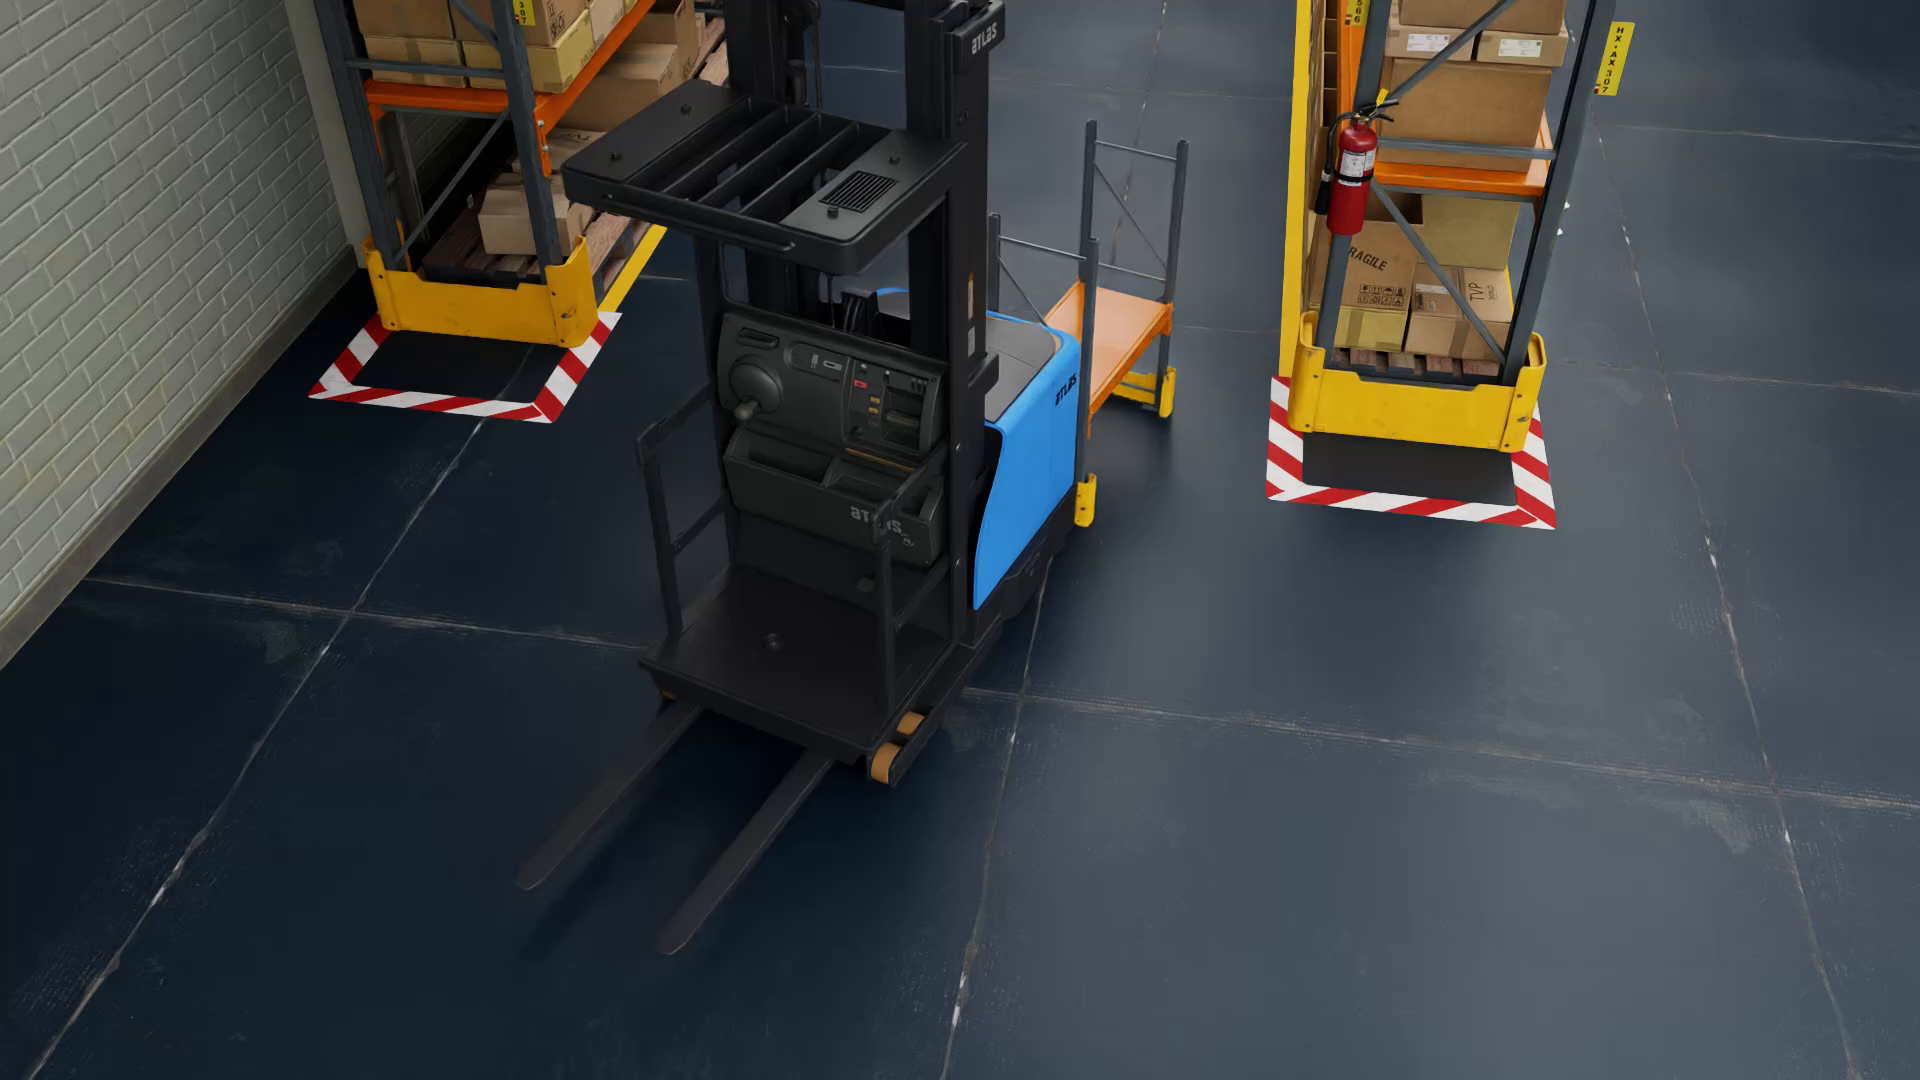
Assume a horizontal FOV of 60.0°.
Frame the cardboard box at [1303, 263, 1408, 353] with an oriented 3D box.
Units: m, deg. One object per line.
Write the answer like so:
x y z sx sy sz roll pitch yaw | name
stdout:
2.069 -1.243 8.727 0.500 0.250 0.500 6 40 8 | cardboard box

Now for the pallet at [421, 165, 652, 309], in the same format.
-2.424 -1.794 9.754 1.003 0.211 1.213 6 40 8 | pallet

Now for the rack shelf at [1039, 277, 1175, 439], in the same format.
0.584 -0.885 7.926 0.538 0.185 1.000 18 43 21 | rack shelf

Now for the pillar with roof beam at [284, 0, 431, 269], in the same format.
0.897 -4.687 6.357 9.100 9.000 0.400 6 40 8 | pillar with roof beam

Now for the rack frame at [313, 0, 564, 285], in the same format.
-2.613 -2.315 8.196 1.000 3.000 0.127 6 40 8 | rack frame

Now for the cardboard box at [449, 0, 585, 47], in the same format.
-2.234 -2.821 8.321 0.500 0.500 0.500 6 40 8 | cardboard box

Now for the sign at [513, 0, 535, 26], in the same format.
-2.078 -2.589 7.848 0.100 0.325 0.005 6 40 8 | sign

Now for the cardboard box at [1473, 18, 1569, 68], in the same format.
2.547 -2.282 7.569 0.380 0.149 0.250 6 40 7 | cardboard box

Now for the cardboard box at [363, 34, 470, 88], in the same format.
-2.723 -2.580 8.618 0.500 0.250 0.500 7 40 8 | cardboard box

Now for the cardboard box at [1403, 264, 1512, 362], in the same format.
2.579 -1.186 8.658 0.500 0.250 0.500 6 40 8 | cardboard box

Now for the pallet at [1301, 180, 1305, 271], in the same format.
2.571 -1.945 9.936 1.003 0.211 1.213 6 40 8 | pallet

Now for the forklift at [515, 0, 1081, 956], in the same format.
-0.593 -0.491 6.043 1.130 2.935 3.031 18 43 21 | forklift

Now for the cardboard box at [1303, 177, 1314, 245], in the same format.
2.228 -1.872 9.488 0.500 0.250 0.500 6 40 8 | cardboard box

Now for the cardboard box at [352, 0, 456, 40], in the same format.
-2.740 -2.873 8.385 0.500 0.500 0.500 6 40 7 | cardboard box

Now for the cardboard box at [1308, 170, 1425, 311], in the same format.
2.067 -1.532 8.489 0.500 0.500 0.500 6 40 8 | cardboard box

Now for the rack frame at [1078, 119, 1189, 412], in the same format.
0.818 -1.312 8.159 0.500 1.500 0.032 18 43 21 | rack frame

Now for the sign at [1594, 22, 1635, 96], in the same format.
2.813 -2.071 7.159 0.100 0.325 0.005 6 40 8 | sign

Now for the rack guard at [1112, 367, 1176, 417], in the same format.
0.818 -0.829 8.557 0.587 0.250 0.087 18 43 21 | rack guard

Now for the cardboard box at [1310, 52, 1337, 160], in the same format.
2.313 -2.475 9.629 0.500 0.500 0.500 6 40 8 | cardboard box

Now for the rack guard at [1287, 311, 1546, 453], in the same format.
2.263 -0.793 8.317 1.175 0.500 0.348 6 40 8 | rack guard

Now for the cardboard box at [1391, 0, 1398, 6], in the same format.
2.189 -2.485 7.814 0.380 0.149 0.250 7 40 9 | cardboard box

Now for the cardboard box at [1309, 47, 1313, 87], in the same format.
2.580 -3.126 11.006 0.500 0.250 0.500 6 40 8 | cardboard box

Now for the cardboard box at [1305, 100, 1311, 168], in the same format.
2.397 -2.500 10.248 0.500 0.250 0.500 6 40 8 | cardboard box

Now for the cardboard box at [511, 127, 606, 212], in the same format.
-2.306 -2.231 9.859 0.500 0.311 0.500 10 41 11 | cardboard box

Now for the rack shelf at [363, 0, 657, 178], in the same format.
-2.267 -3.293 9.944 1.077 0.370 4.000 6 40 8 | rack shelf

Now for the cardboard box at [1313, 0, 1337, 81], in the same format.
2.492 -3.102 10.387 0.500 0.500 0.500 6 40 8 | cardboard box

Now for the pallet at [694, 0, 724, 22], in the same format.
-1.787 -4.240 12.712 1.003 0.211 1.213 6 40 8 | pallet

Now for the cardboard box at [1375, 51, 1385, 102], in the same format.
2.446 -2.432 8.259 0.700 0.500 0.500 7 40 9 | cardboard box

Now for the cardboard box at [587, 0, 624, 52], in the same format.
-2.140 -2.864 8.962 0.500 0.250 0.500 5 40 6 | cardboard box

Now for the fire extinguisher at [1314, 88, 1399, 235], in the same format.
1.789 -1.719 7.535 0.296 0.674 0.183 6 40 8 | fire extinguisher

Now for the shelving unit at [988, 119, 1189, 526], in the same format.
0.589 -1.029 7.818 0.587 1.500 1.083 18 43 21 | shelving unit

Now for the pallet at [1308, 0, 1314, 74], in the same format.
3.048 -3.674 12.028 1.003 0.211 1.213 6 40 8 | pallet

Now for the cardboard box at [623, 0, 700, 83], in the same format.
-2.061 -3.376 11.096 0.500 0.500 0.500 4 40 4 | cardboard box
